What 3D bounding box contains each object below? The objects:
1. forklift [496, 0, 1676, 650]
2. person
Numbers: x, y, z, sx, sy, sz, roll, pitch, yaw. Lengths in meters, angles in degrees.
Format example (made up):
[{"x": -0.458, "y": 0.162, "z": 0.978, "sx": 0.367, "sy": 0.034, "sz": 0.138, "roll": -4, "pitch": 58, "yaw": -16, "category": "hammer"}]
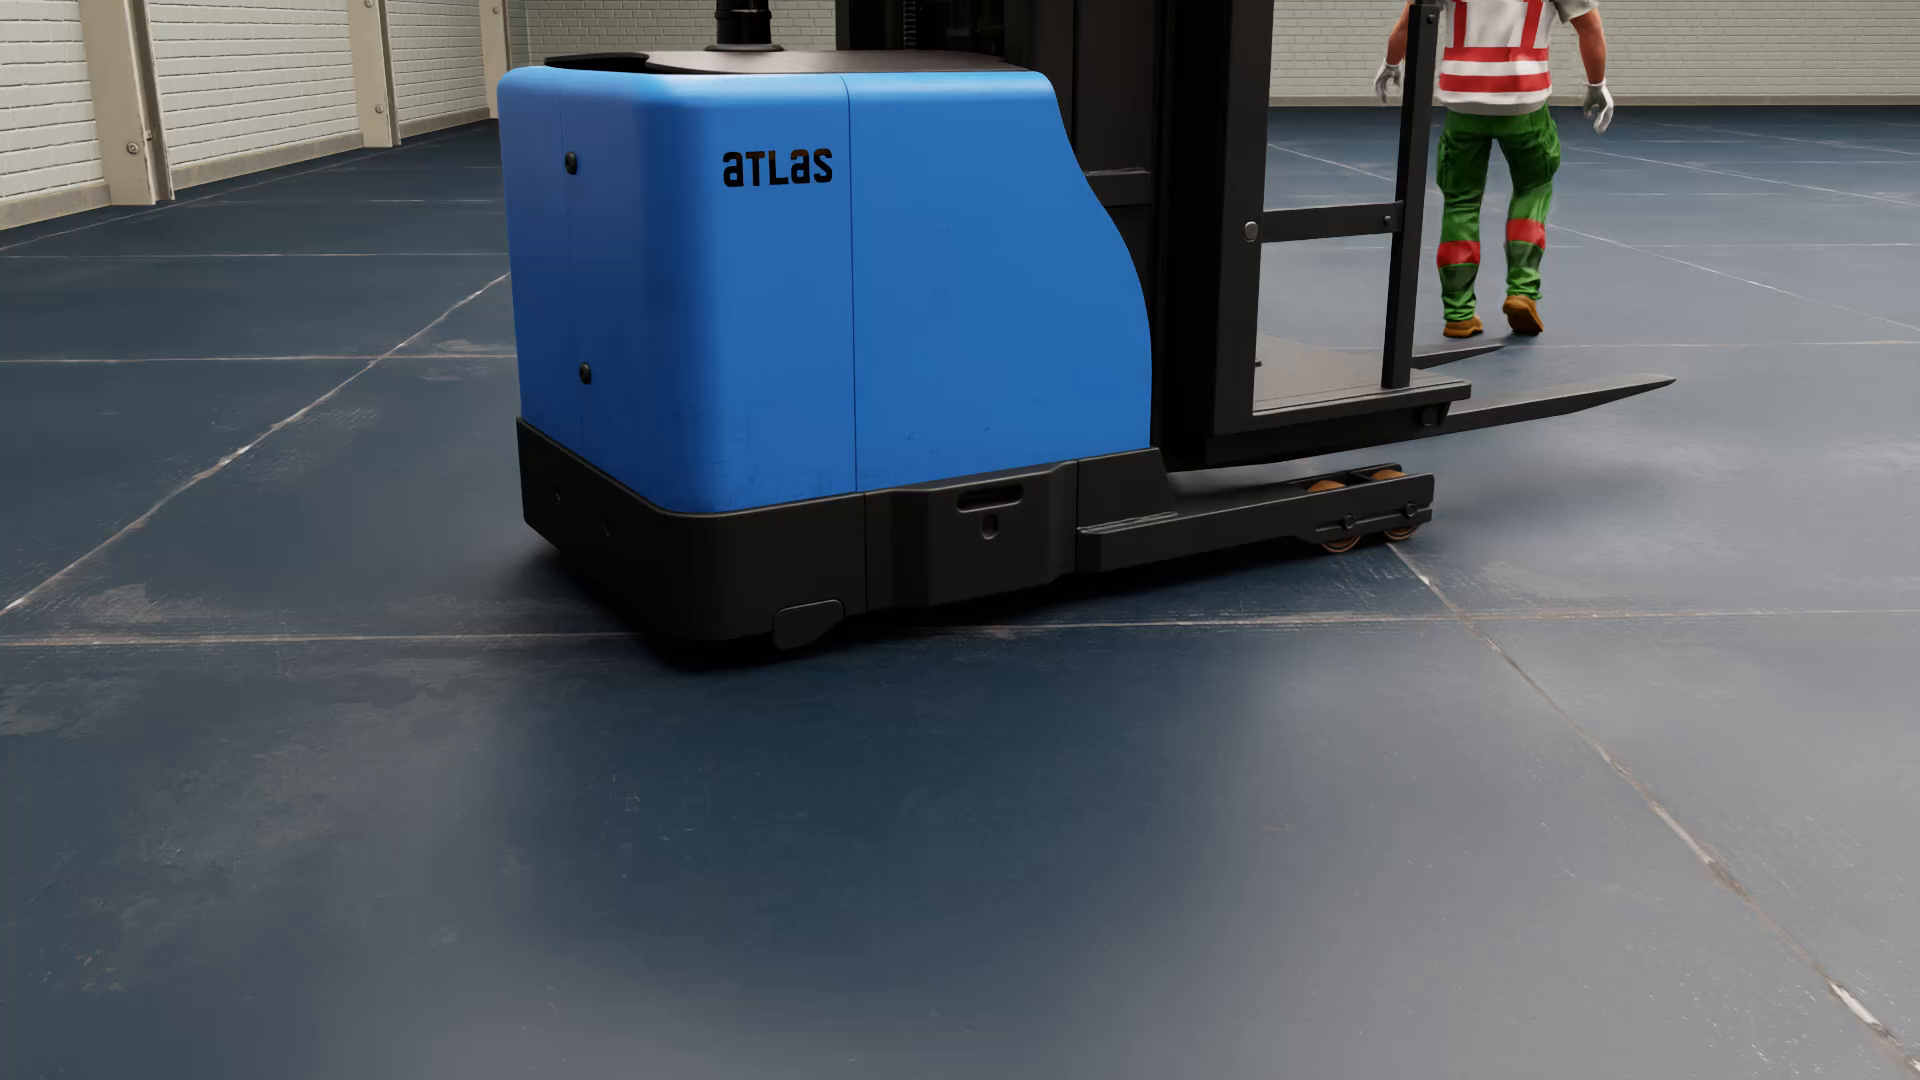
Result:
[{"x": 0.524, "y": -1.493, "z": 3.789, "sx": 3.031, "sy": 2.935, "sz": 1.130, "roll": -10, "pitch": 20, "yaw": -29, "category": "forklift"}, {"x": 2.019, "y": -1.656, "z": 6.373, "sx": 0.898, "sy": 1.786, "sz": 0.483, "roll": 8, "pitch": 19, "yaw": 24, "category": "person"}]
